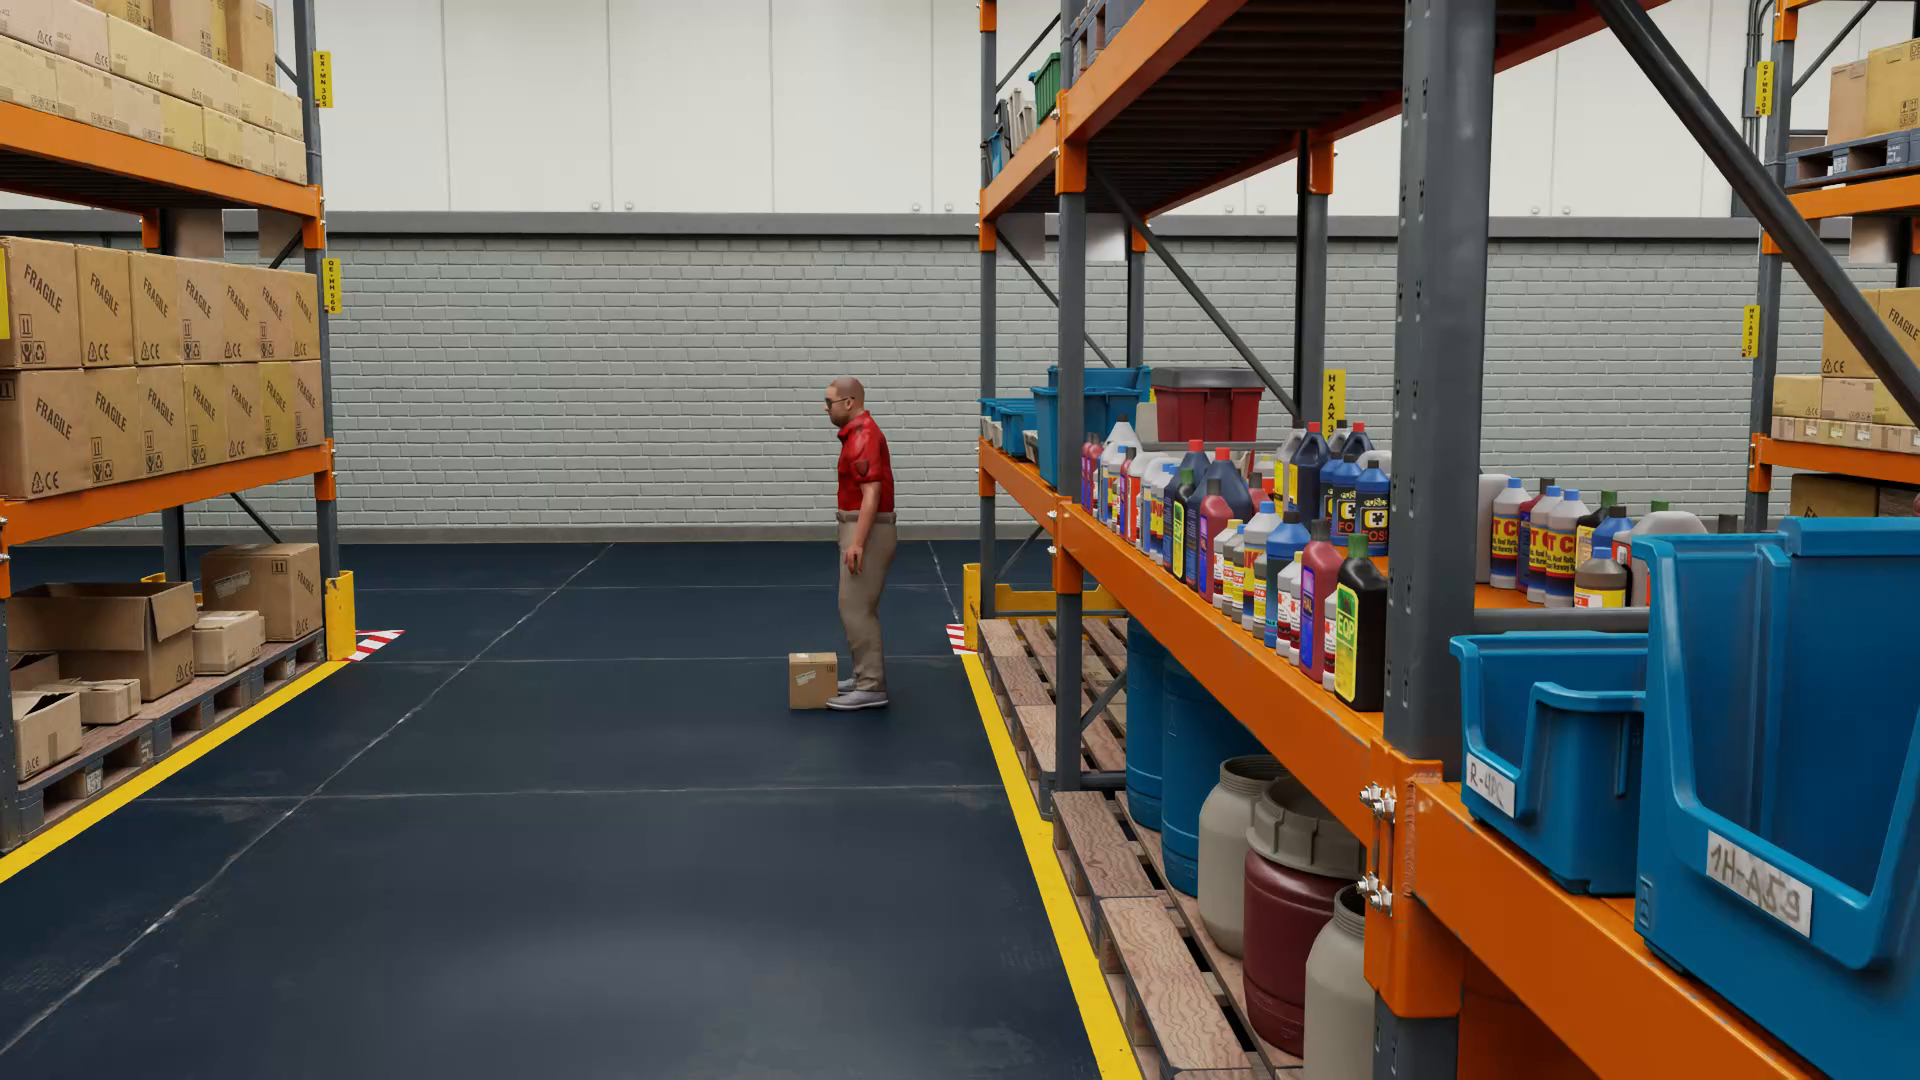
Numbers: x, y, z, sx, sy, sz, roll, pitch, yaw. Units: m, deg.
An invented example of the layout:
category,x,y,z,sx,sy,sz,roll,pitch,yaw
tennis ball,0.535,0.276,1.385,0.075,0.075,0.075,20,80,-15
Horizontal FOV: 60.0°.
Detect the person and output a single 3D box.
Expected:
category,x,y,z,sx,sy,sz,roll,pitch,yaw
person,-0.525,0.007,8.744,0.386,1.726,0.593,-1,7,-5
